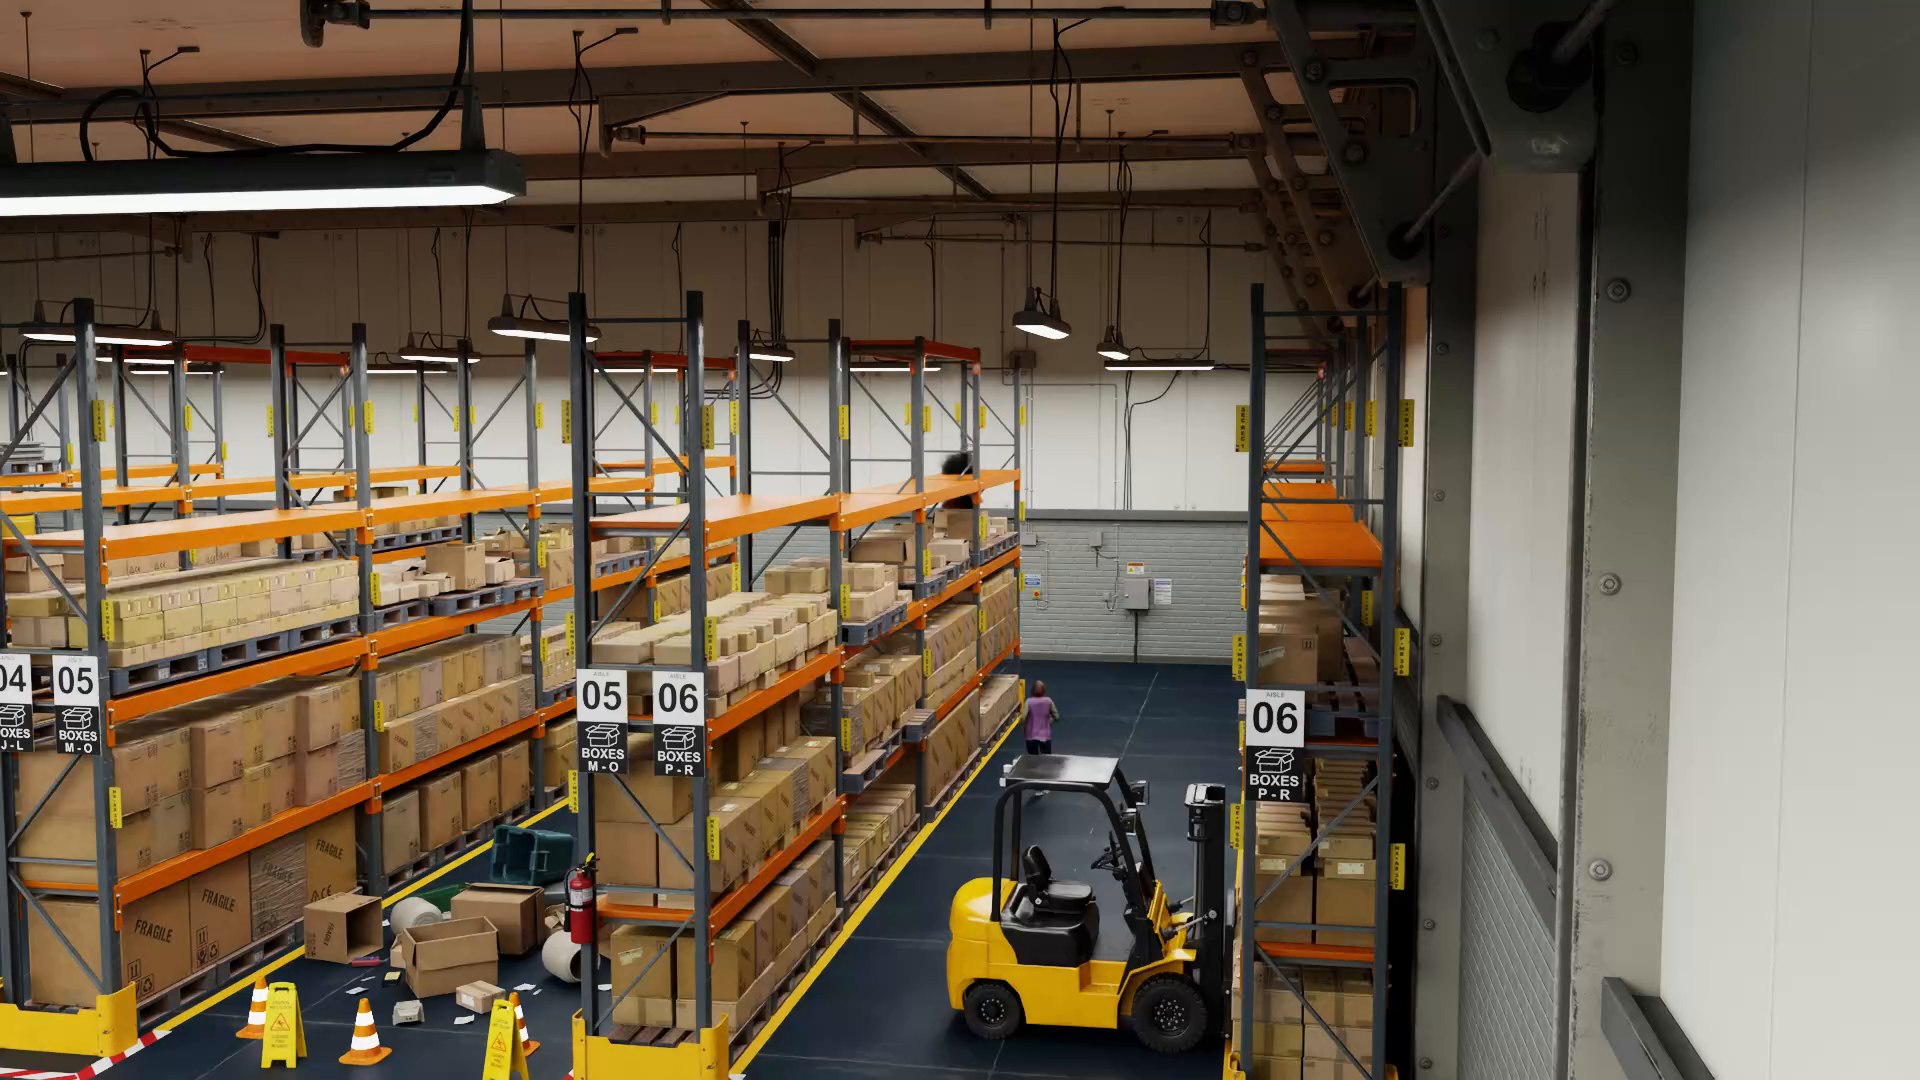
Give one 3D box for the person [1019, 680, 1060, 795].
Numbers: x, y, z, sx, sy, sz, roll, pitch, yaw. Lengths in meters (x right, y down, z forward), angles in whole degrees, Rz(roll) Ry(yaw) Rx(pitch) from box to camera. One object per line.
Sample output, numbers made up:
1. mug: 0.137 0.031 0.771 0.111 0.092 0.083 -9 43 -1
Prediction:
1. person: 1.042 2.625 21.921 0.542 1.559 0.625 0 5 -4
